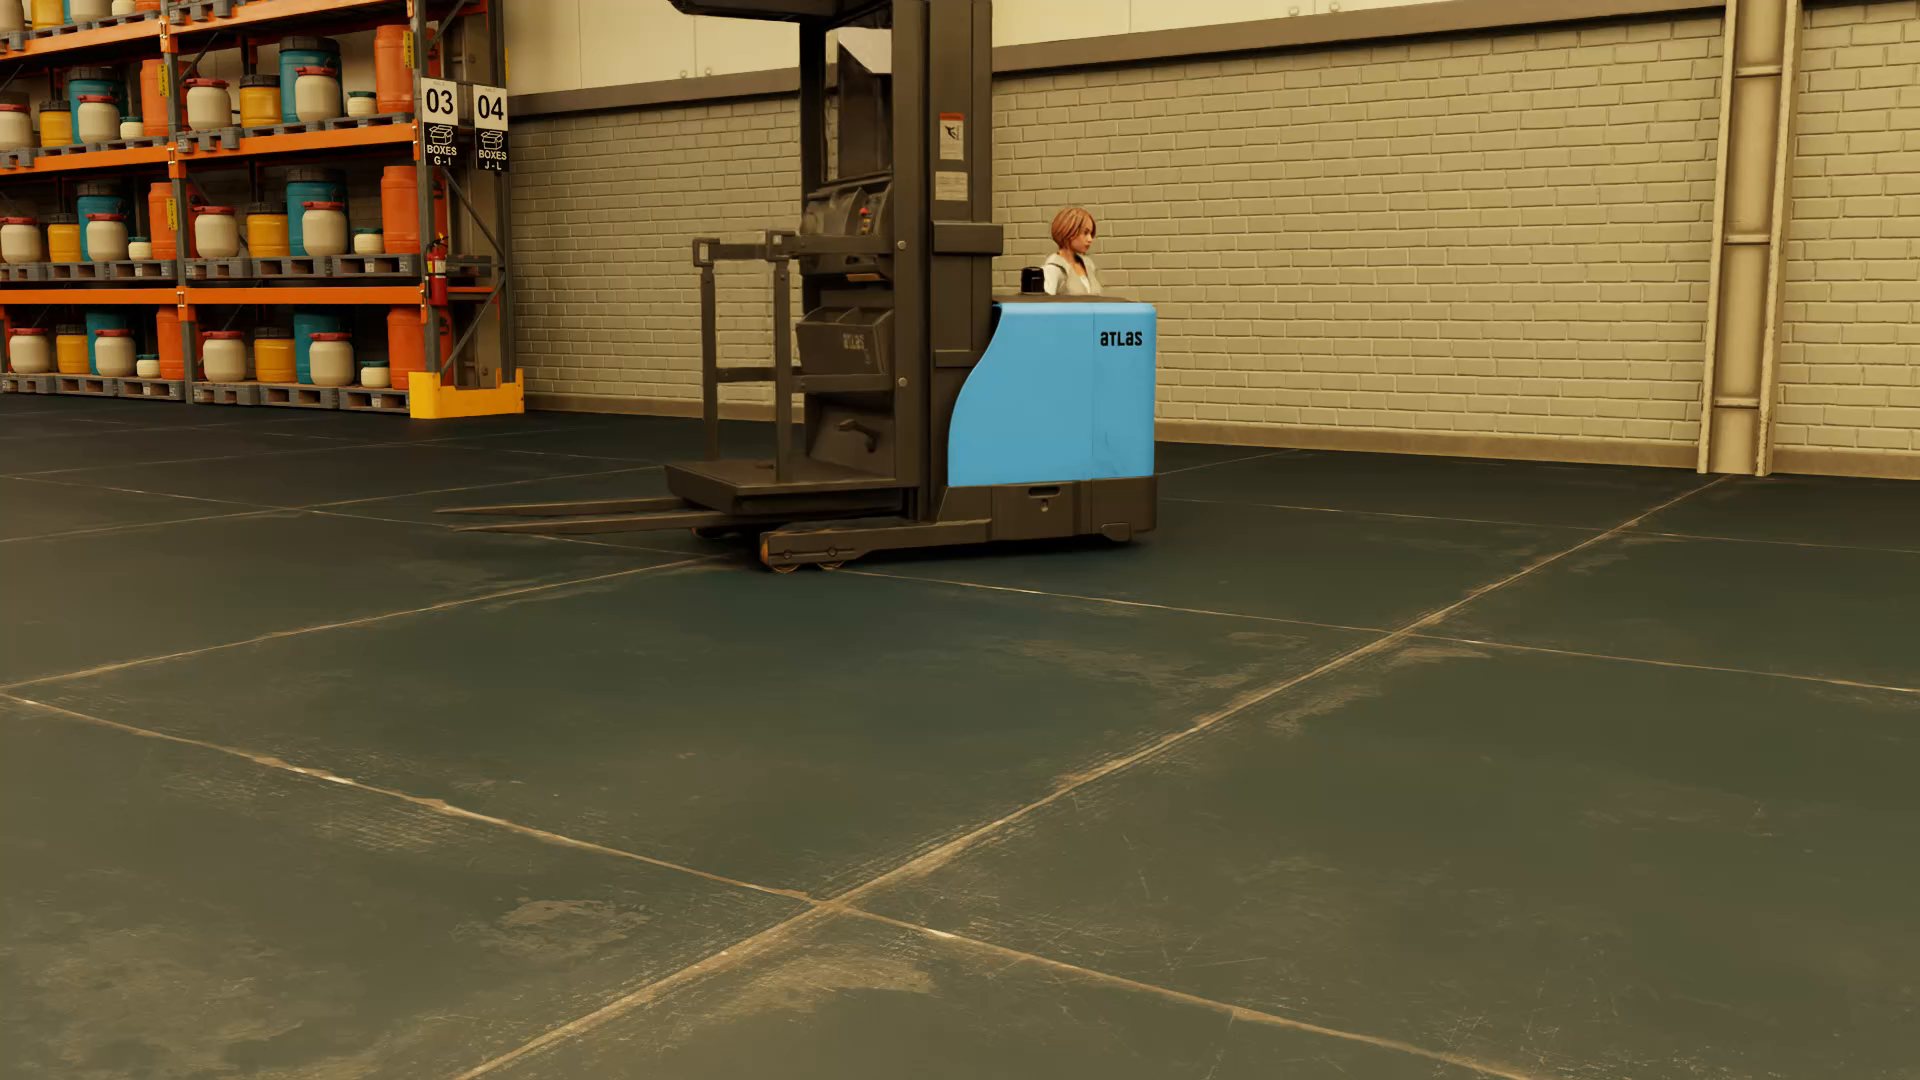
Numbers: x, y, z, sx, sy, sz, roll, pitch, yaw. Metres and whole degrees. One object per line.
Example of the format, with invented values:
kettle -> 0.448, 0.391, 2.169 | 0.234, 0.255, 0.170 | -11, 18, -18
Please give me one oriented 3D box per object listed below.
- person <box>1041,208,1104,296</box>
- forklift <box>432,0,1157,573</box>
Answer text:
person -> 0.608, -0.890, 8.396 | 0.430, 1.529, 0.610 | 8, 11, 44
forklift -> -0.677, -1.403, 7.057 | 3.031, 2.935, 1.130 | -4, 9, -25
